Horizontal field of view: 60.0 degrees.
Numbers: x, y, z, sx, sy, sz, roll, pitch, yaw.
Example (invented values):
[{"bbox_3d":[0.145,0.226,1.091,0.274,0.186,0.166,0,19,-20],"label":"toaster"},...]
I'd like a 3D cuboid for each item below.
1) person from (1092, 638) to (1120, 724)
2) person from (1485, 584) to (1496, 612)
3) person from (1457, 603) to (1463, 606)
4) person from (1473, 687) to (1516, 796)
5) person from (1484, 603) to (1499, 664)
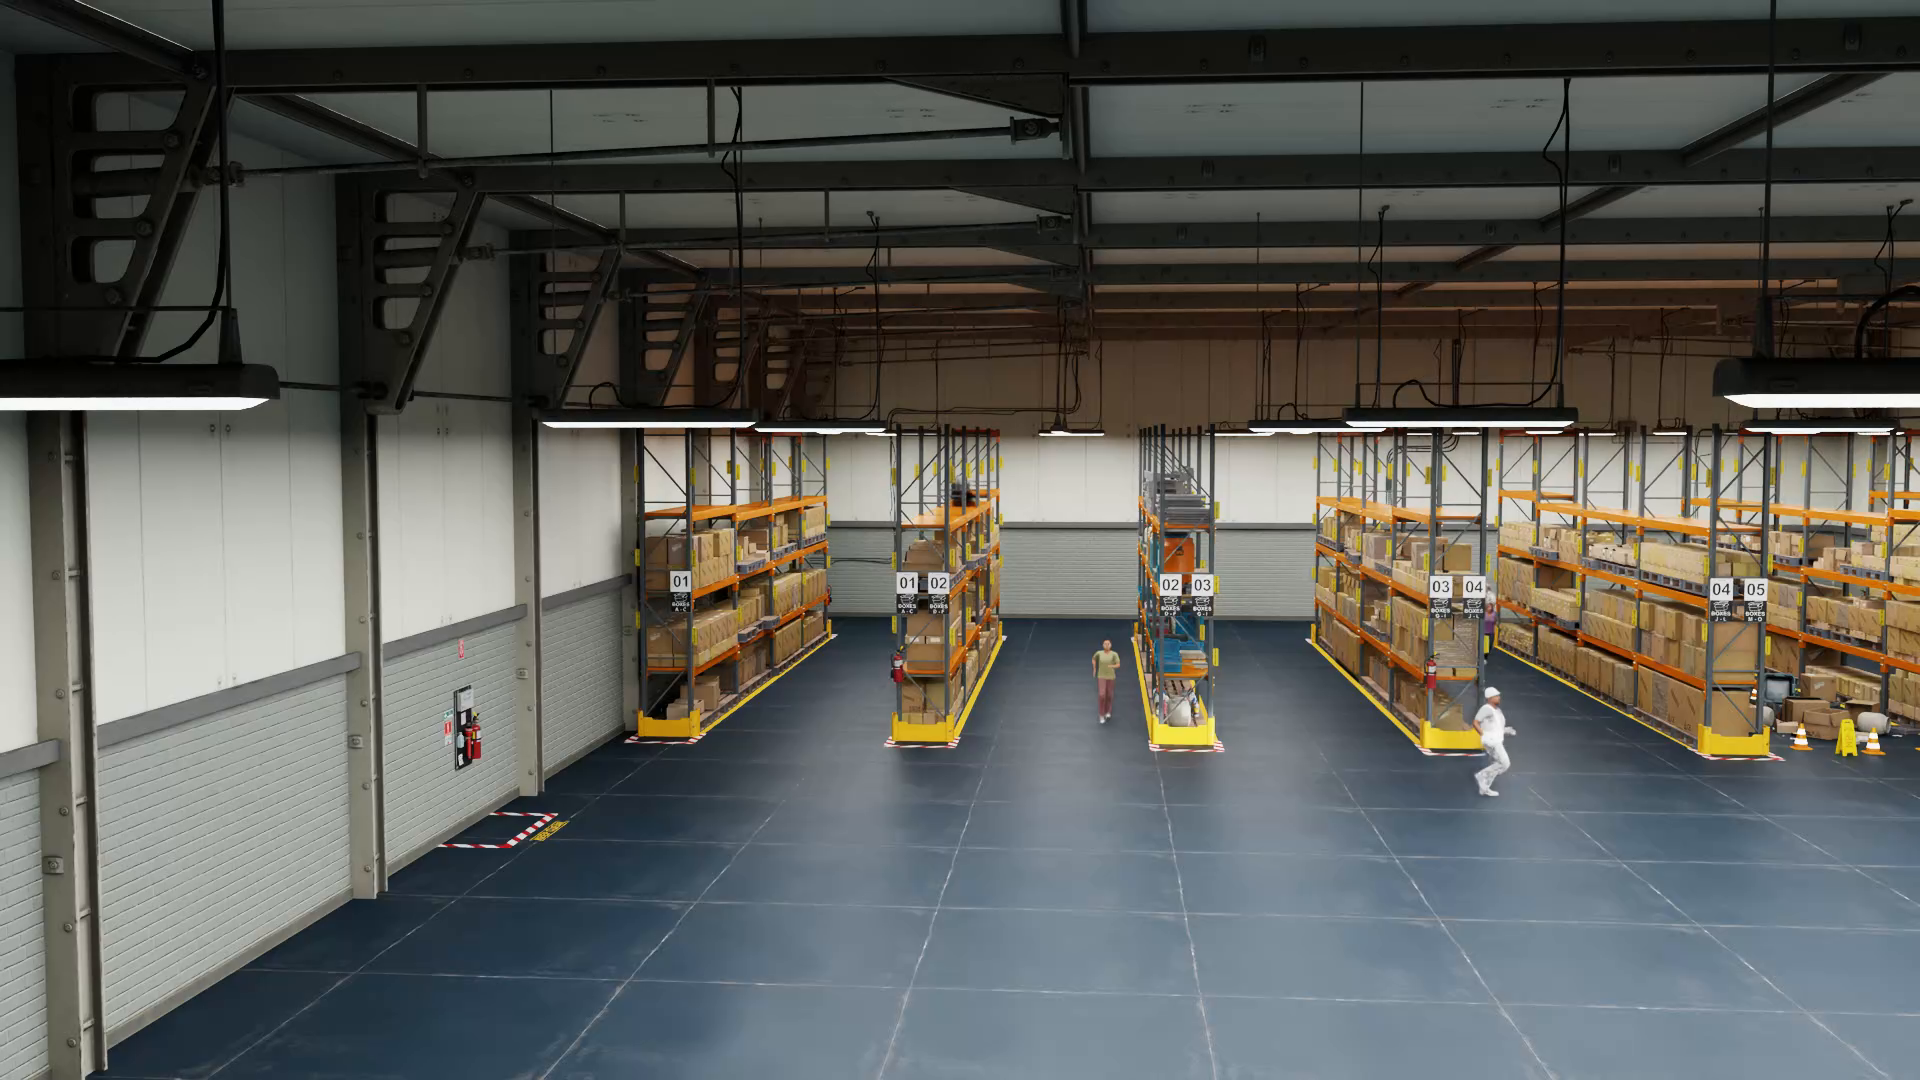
[{"bbox_3d":[2.961,2.840,33.650,0.545,1.725,0.730,0,3,0],"label":"person"},{"bbox_3d":[15.064,2.020,47.450,0.695,1.582,0.682,0,4,-8],"label":"person"},{"bbox_3d":[13.466,2.096,44.721,0.715,1.754,0.995,1,4,10],"label":"person"},{"bbox_3d":[8.563,3.228,26.572,0.584,1.736,0.678,2,4,31],"label":"person"},{"bbox_3d":[13.413,2.391,42.238,0.546,1.538,0.518,0,3,1],"label":"person"}]
